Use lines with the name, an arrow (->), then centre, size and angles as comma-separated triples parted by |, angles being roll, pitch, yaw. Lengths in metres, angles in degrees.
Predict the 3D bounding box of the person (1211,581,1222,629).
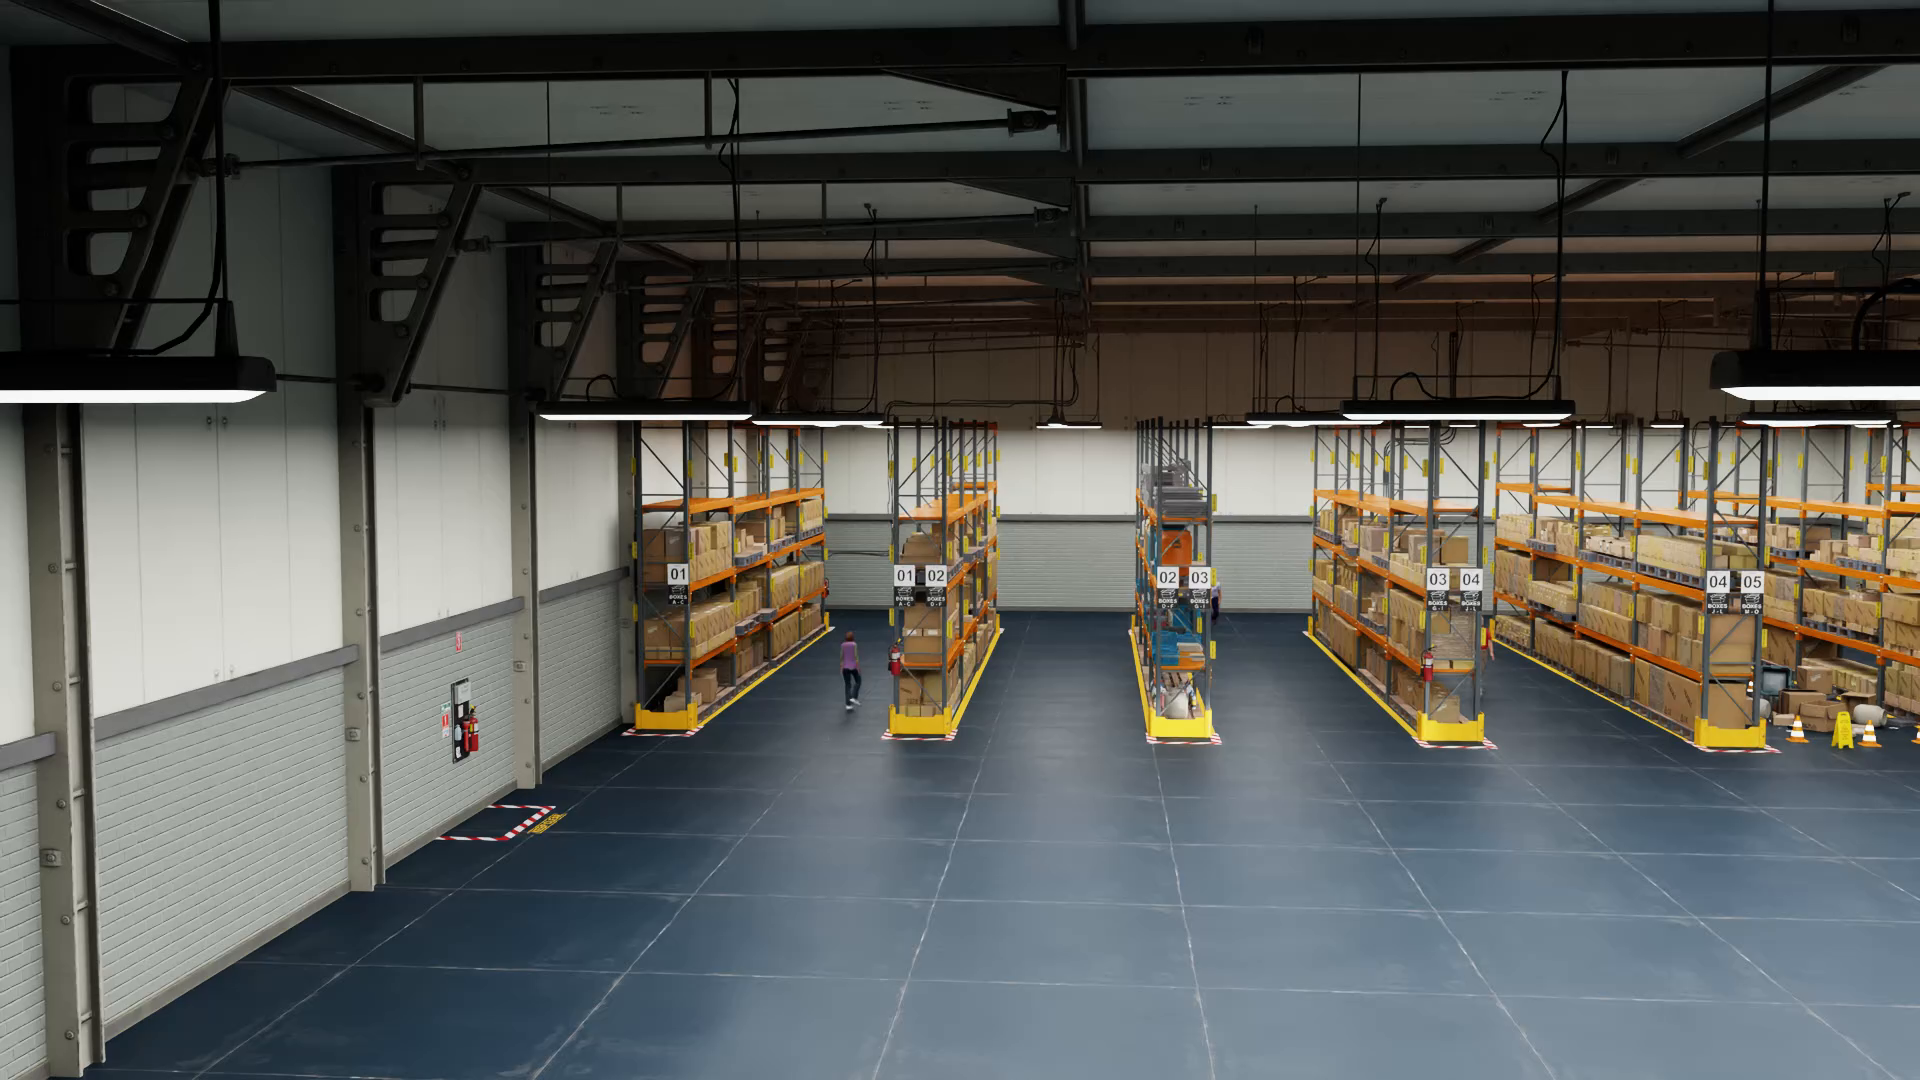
person -> 7.349, 1.758, 48.361 | 0.488, 1.589, 0.857 | 0, 4, 2

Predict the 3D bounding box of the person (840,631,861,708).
person -> -2.269, 2.675, 34.358 | 0.456, 1.586, 0.441 | 1, 4, 11

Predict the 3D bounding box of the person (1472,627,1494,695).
person -> 11.293, 2.501, 36.143 | 0.563, 1.673, 1.011 | 0, 4, 1
